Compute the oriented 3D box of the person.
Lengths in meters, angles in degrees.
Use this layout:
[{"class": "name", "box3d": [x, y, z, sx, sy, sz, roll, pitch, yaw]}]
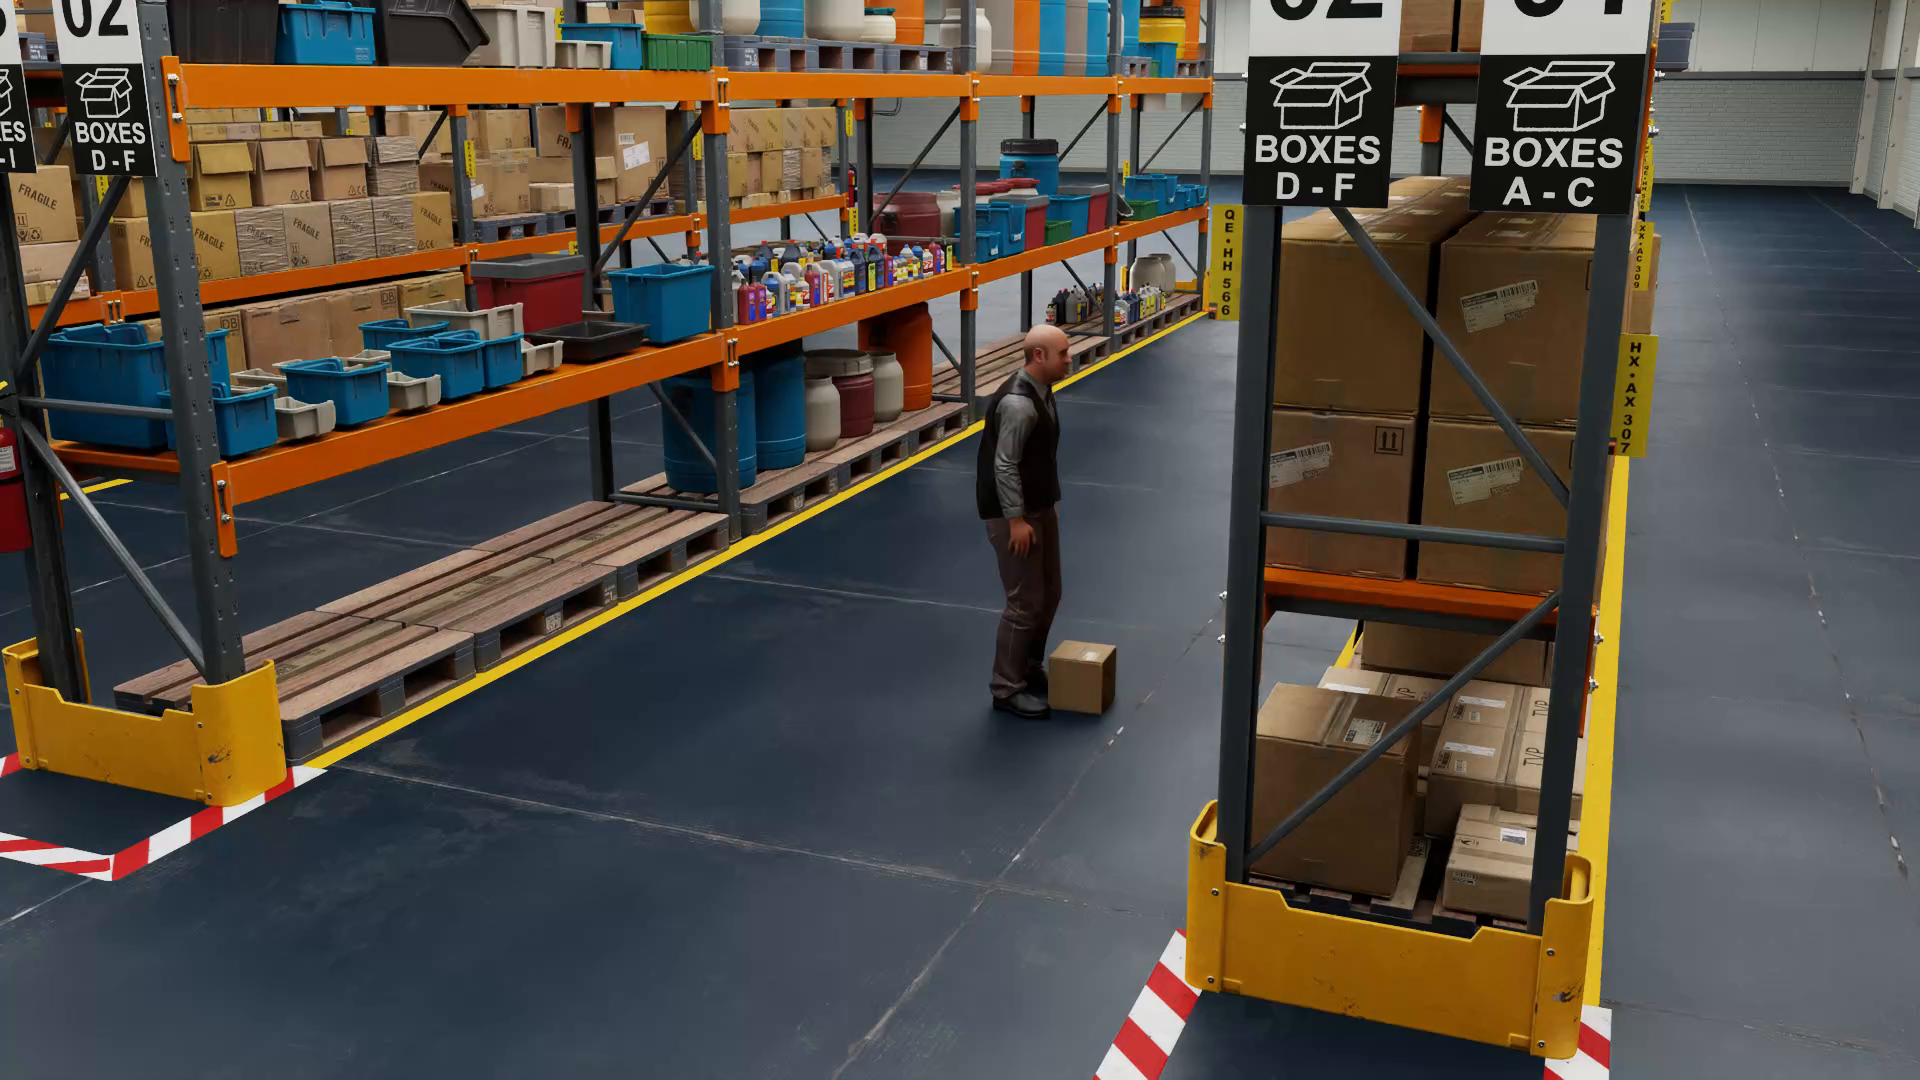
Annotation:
[{"class": "person", "box3d": [0.290, -0.110, 7.474, 0.421, 1.719, 0.583, 5, 16, 18]}]
